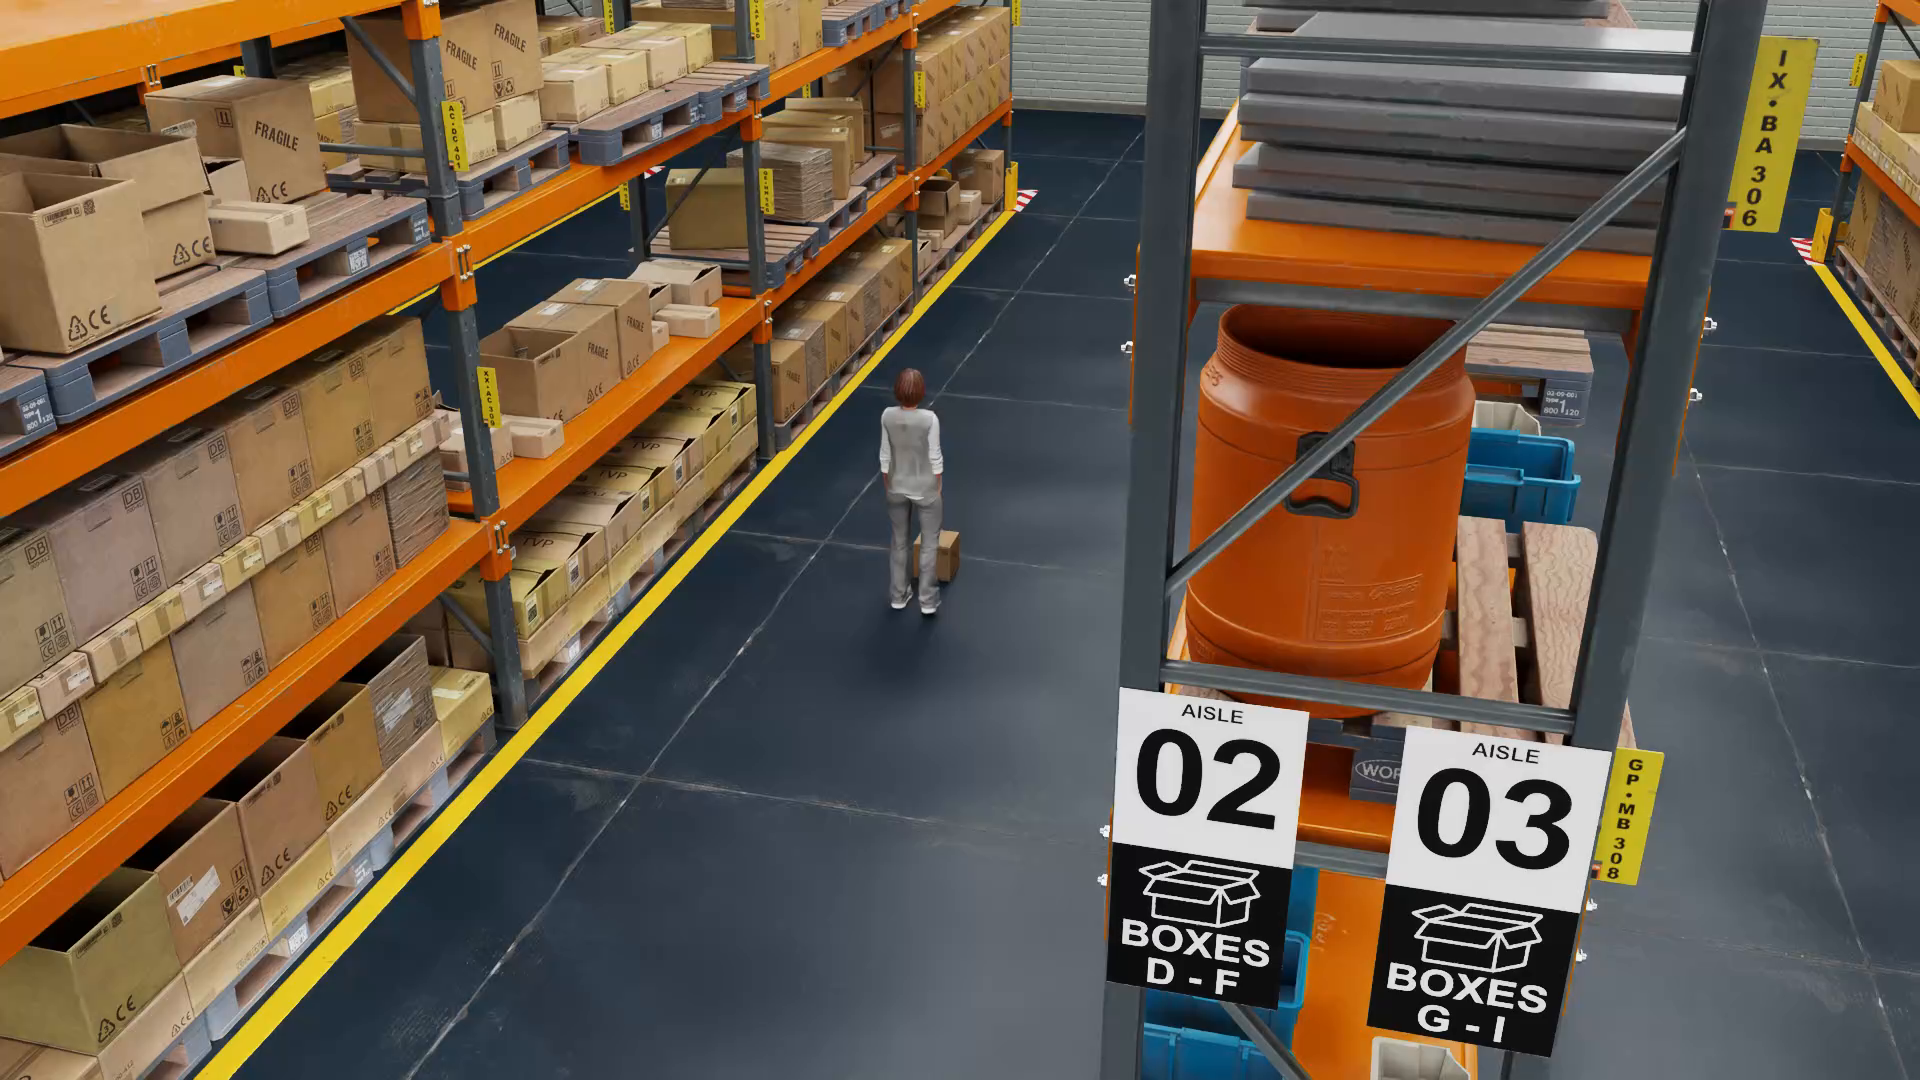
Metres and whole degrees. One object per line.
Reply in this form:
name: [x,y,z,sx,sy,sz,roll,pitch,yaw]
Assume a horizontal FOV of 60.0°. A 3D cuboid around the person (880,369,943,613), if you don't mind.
person: [-0.302,-0.303,10.338,0.406,1.598,0.310,7,27,14]
